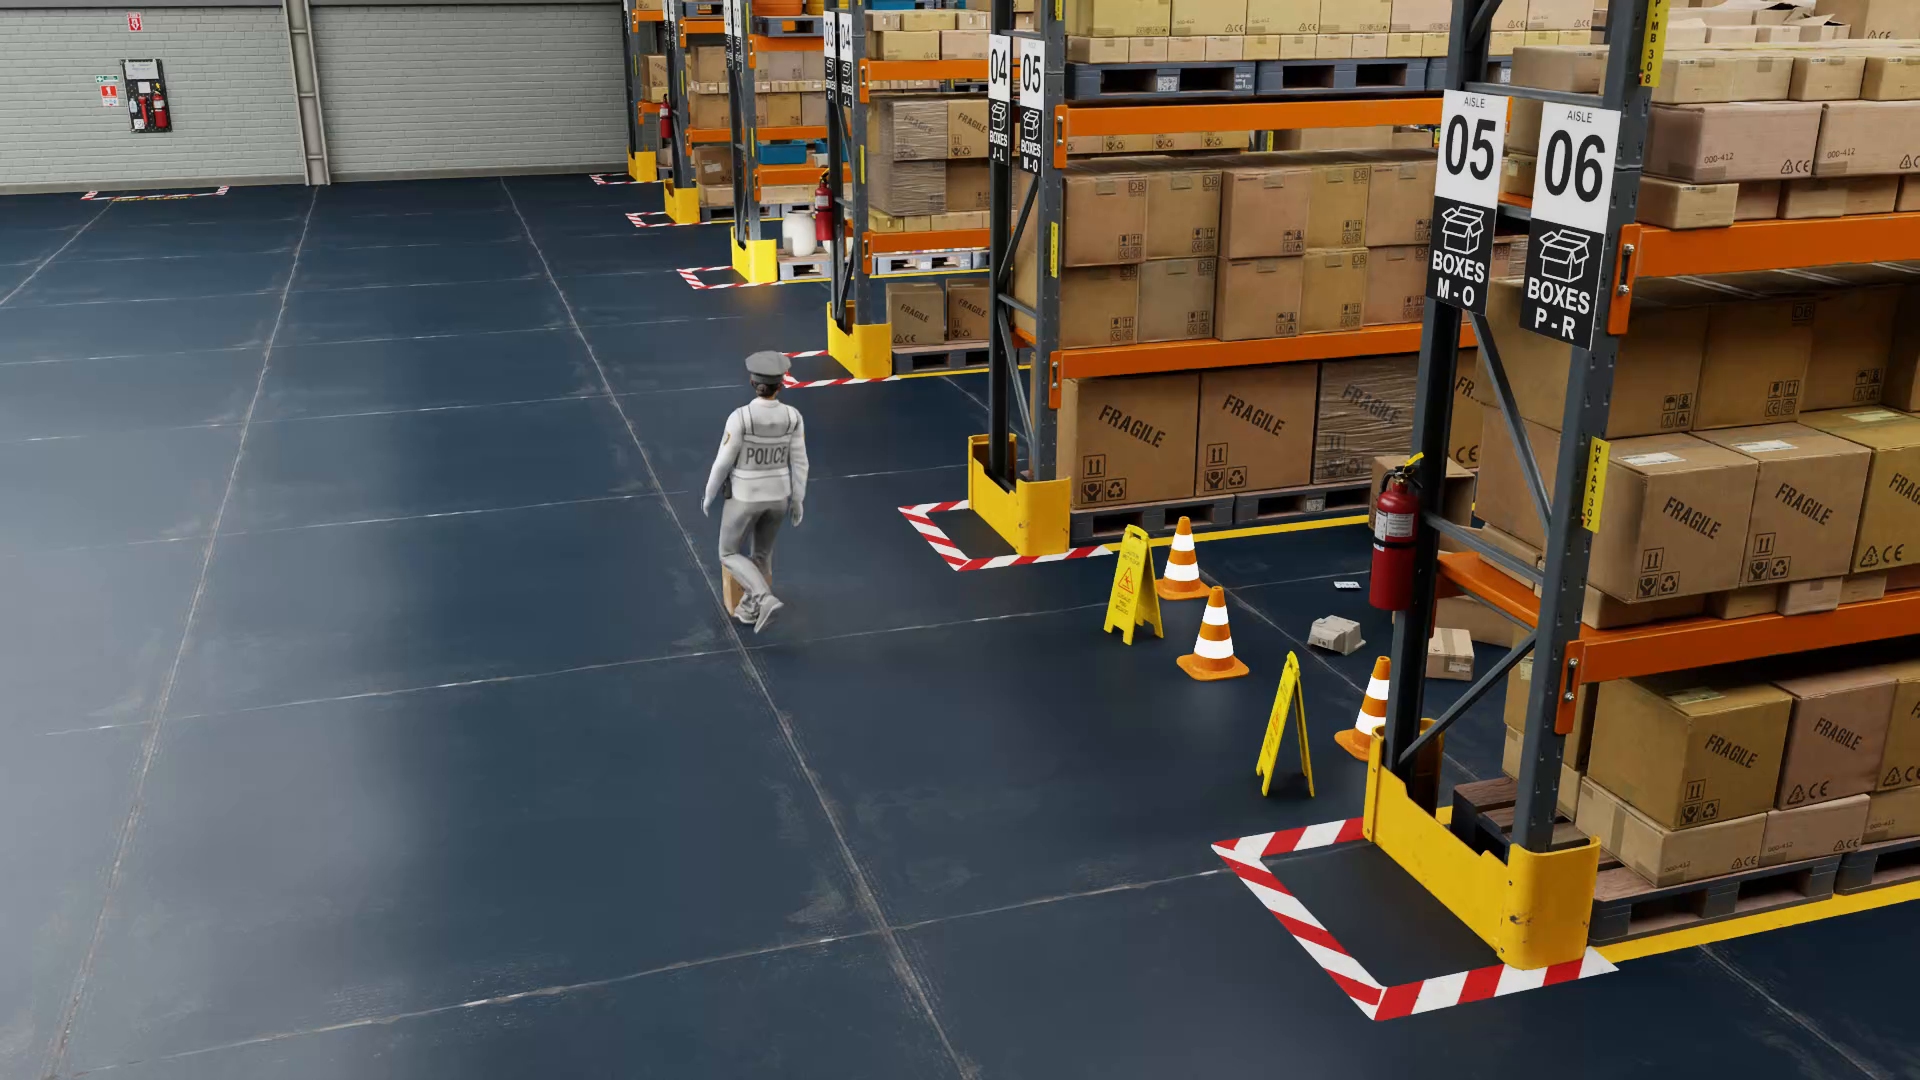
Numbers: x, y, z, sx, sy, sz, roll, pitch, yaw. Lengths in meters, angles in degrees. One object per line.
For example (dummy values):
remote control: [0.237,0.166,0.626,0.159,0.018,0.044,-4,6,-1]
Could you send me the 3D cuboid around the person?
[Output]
person: [-1.155,-0.249,9.275,0.551,1.641,0.762,-11,22,-28]
